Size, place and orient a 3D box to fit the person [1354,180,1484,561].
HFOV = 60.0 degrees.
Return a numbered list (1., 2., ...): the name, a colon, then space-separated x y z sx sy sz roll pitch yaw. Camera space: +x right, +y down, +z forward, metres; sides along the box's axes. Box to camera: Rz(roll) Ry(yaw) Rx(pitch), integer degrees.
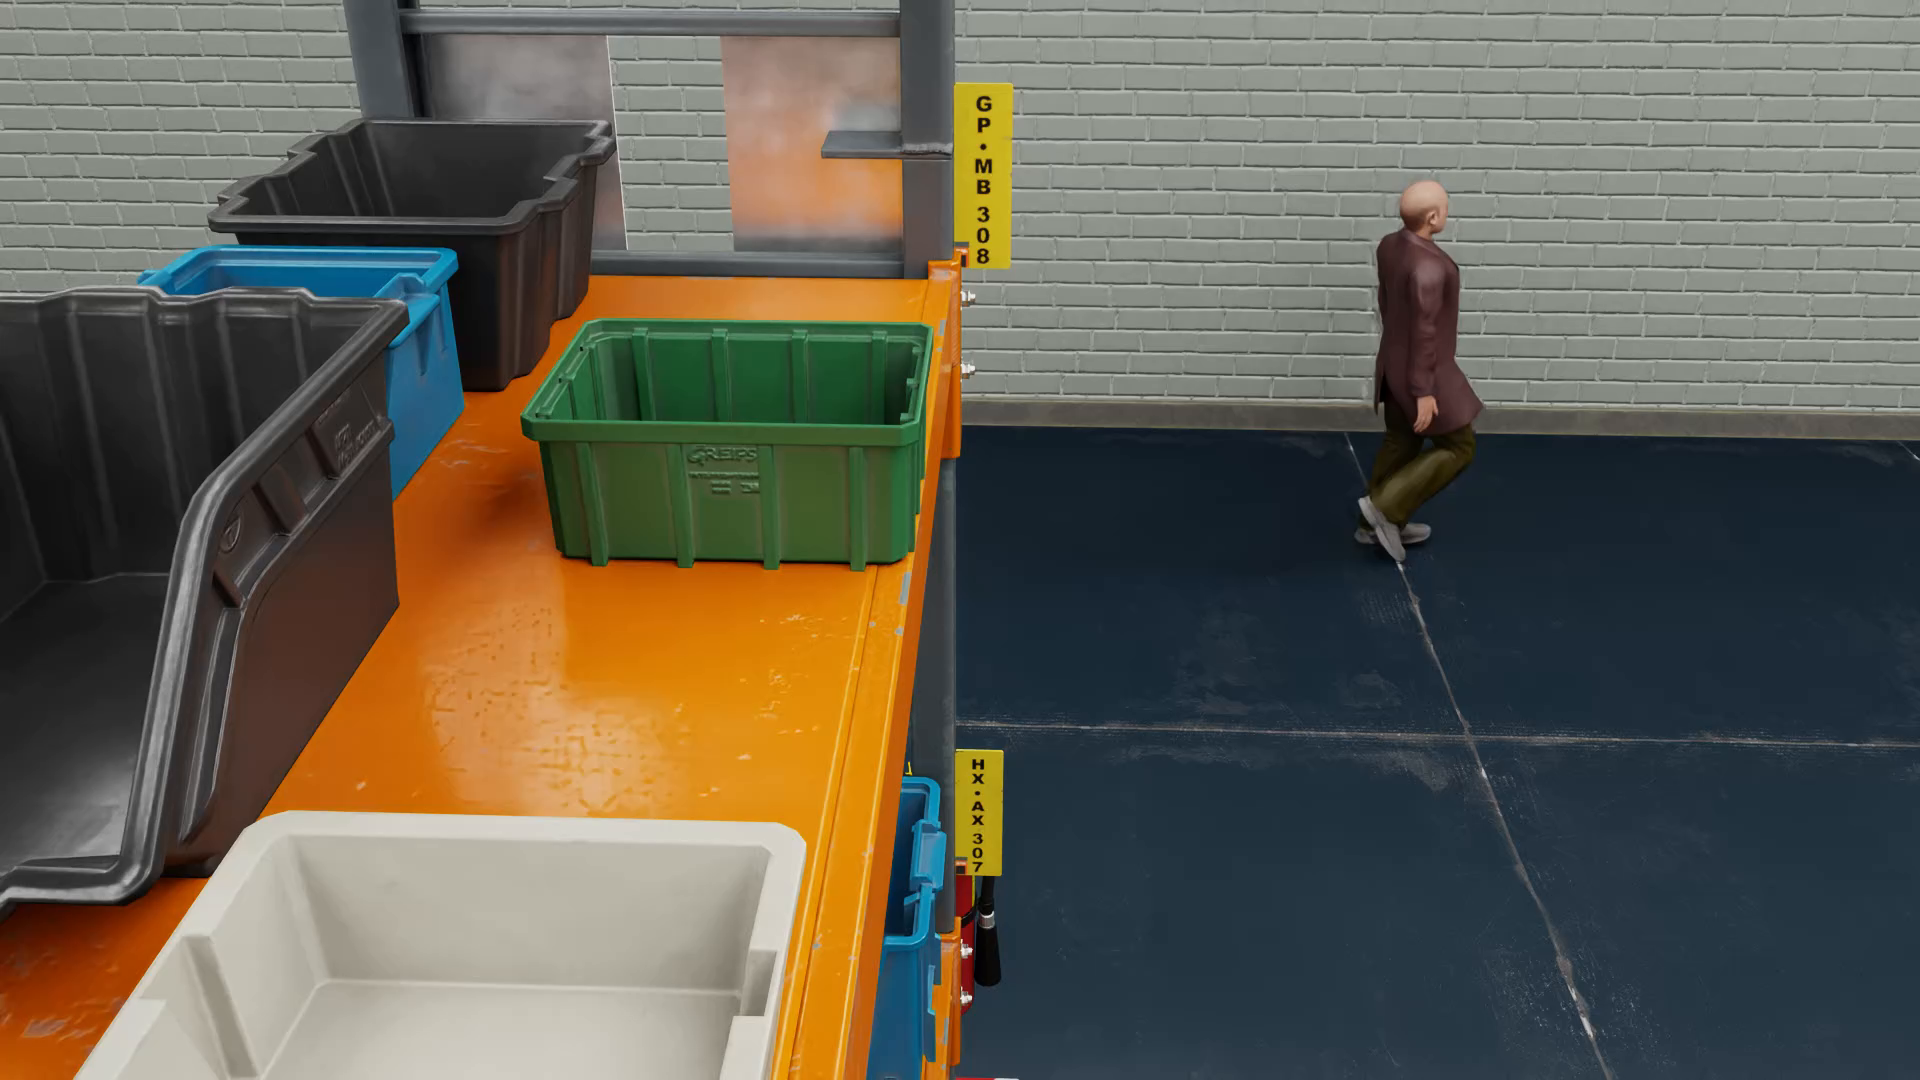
1. person: 2.089 -0.756 7.535 0.509 1.778 0.606 -4 28 -7
